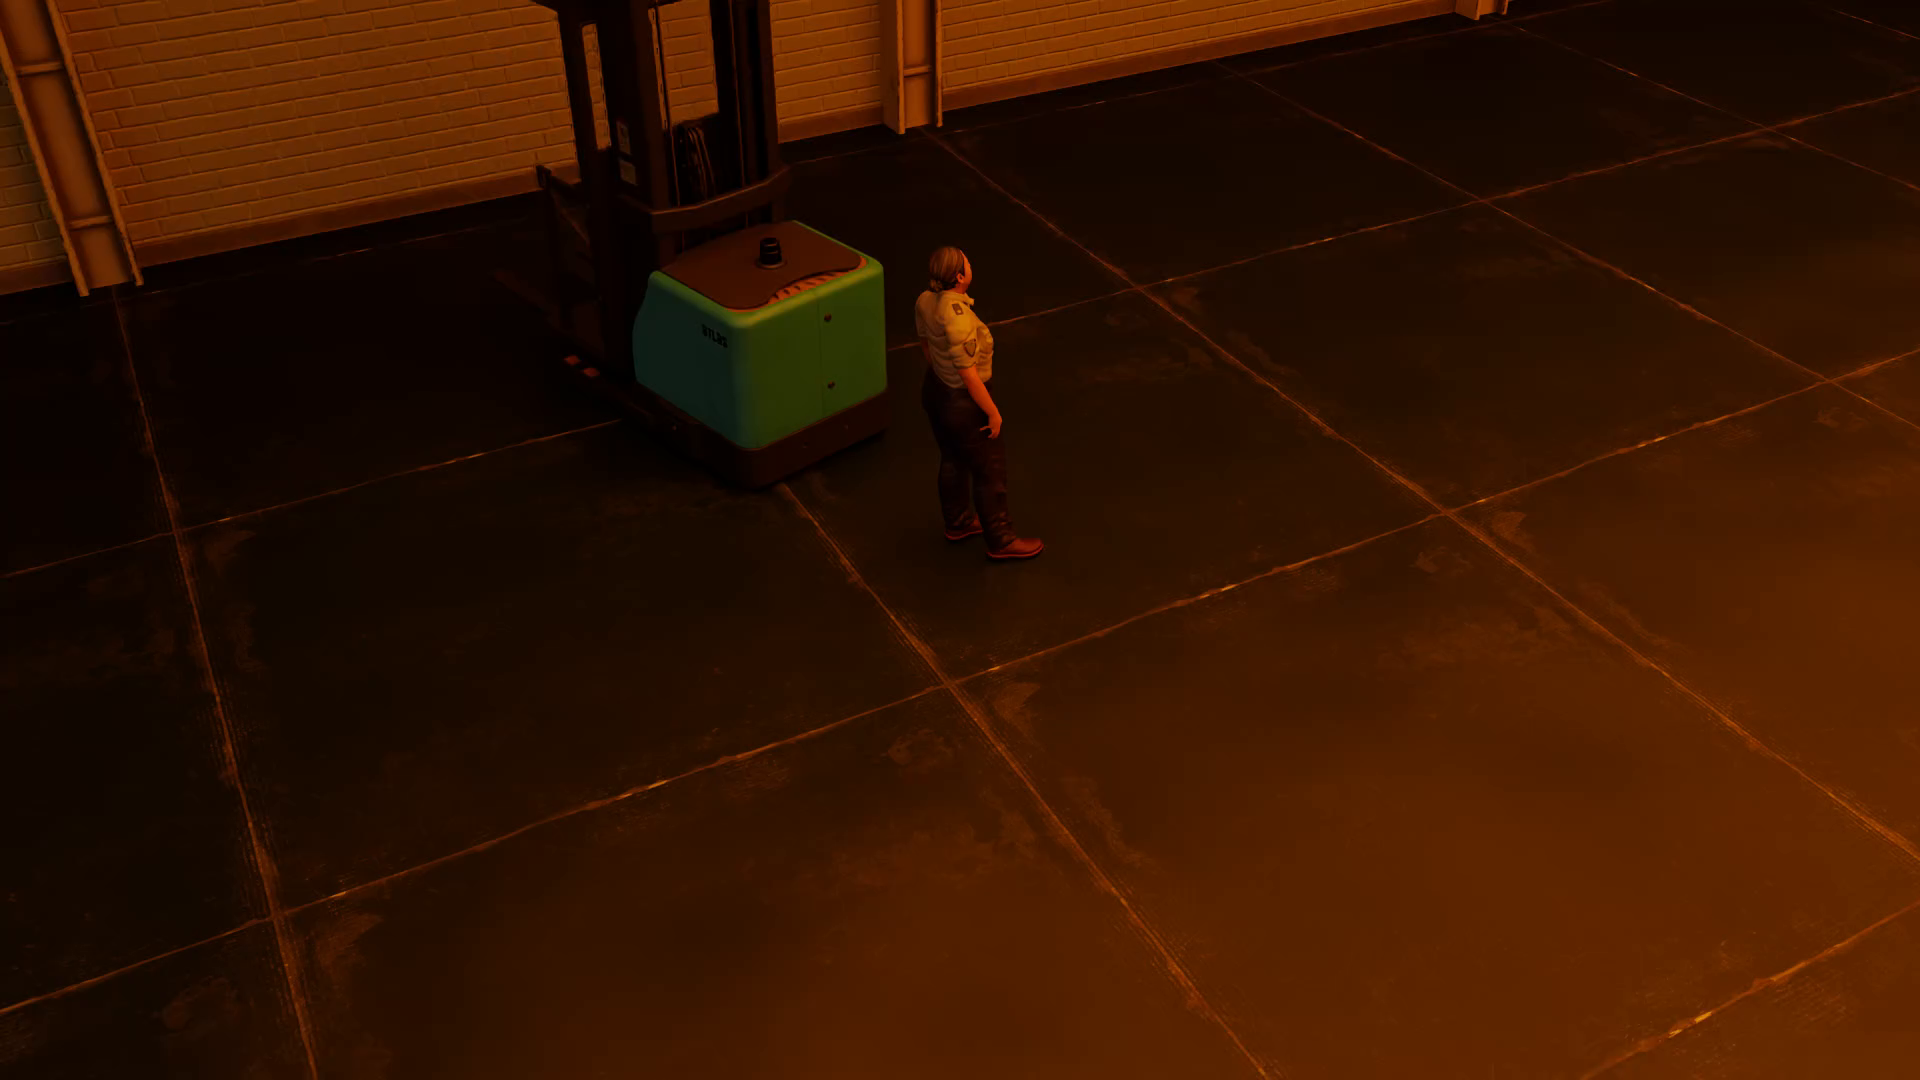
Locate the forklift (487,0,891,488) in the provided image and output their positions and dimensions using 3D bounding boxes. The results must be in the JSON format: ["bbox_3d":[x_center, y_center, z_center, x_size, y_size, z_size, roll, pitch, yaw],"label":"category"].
[{"bbox_3d":[-1.770,-2.237,9.287,1.130,2.935,3.031,-29,44,-34],"label":"forklift"}]

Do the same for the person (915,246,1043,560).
[{"bbox_3d":[0.089,-0.688,8.203,0.503,1.642,0.599,-17,39,-23],"label":"person"}]
